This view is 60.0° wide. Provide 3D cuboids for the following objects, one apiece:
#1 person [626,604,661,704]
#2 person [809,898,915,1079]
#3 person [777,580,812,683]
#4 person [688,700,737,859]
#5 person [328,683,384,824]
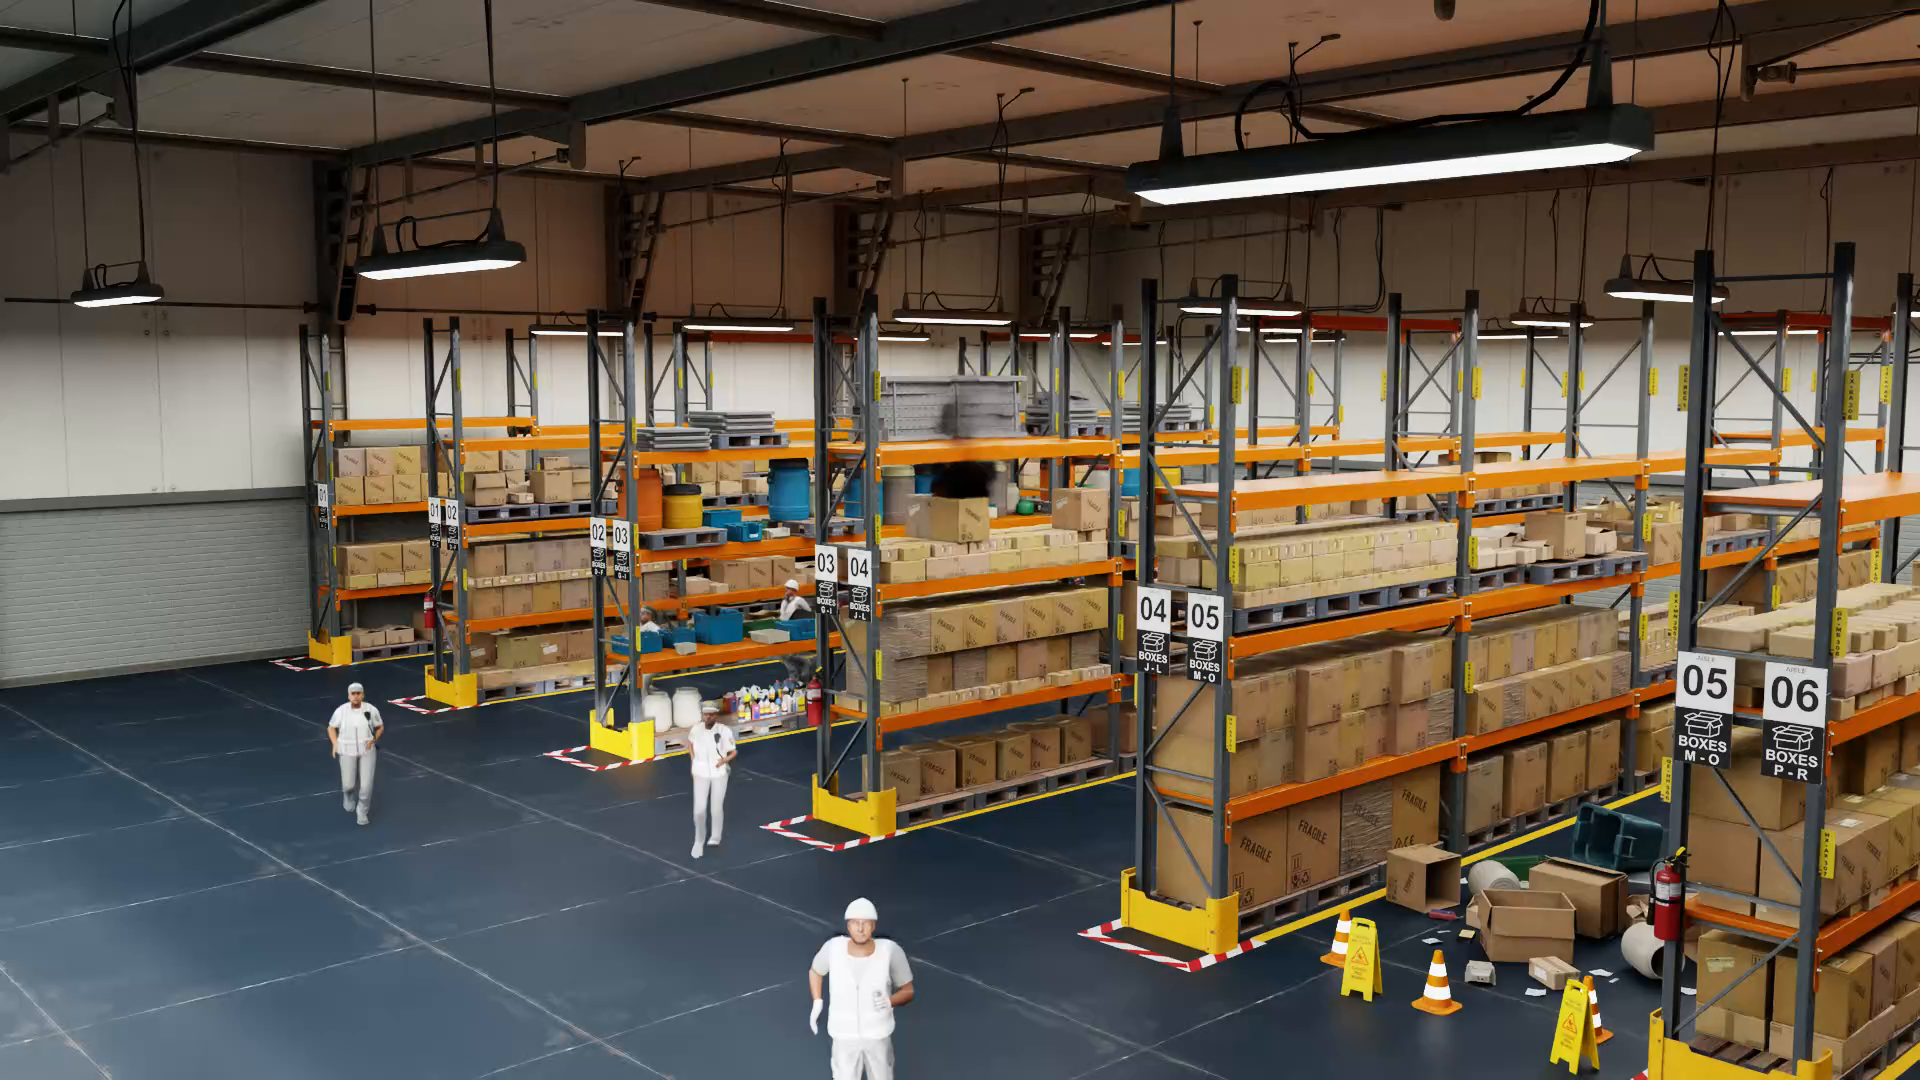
[{"bbox_3d":[-4.682,1.803,24.787,0.664,1.725,0.601,5,8,40],"label":"person"},{"bbox_3d":[-0.635,3.181,10.732,0.691,1.761,0.994,0,6,-3],"label":"person"},{"bbox_3d":[-2.773,1.519,27.634,0.692,1.730,0.599,5,8,41],"label":"person"},{"bbox_3d":[-2.655,2.539,17.824,0.552,1.708,0.767,0,6,-2],"label":"person"},{"bbox_3d":[-6.910,2.446,19.066,0.607,1.627,0.549,-2,6,-22],"label":"person"}]
